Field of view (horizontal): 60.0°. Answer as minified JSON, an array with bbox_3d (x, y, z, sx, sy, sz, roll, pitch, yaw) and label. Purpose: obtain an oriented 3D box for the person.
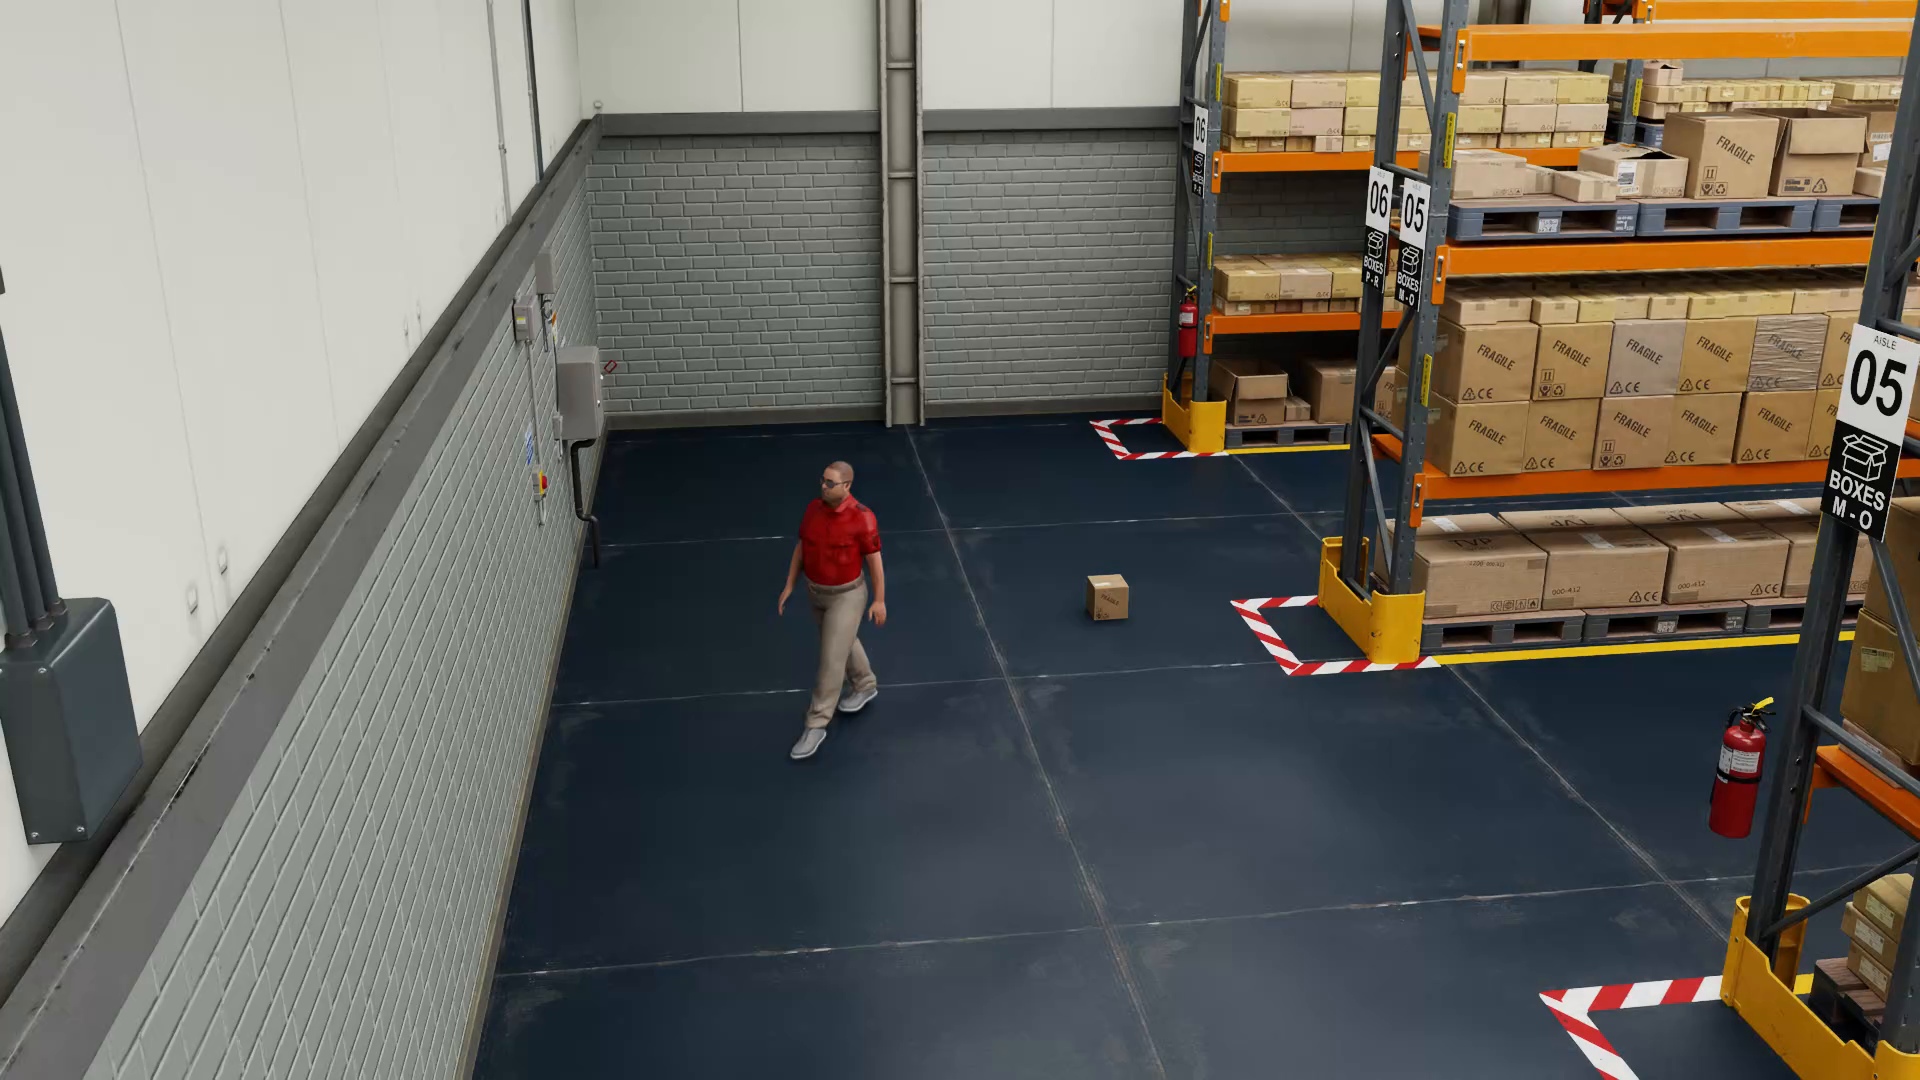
[{"bbox_3d":[-0.821,0.359,10.078,0.576,1.685,0.951,16,25,37],"label":"person"}]
